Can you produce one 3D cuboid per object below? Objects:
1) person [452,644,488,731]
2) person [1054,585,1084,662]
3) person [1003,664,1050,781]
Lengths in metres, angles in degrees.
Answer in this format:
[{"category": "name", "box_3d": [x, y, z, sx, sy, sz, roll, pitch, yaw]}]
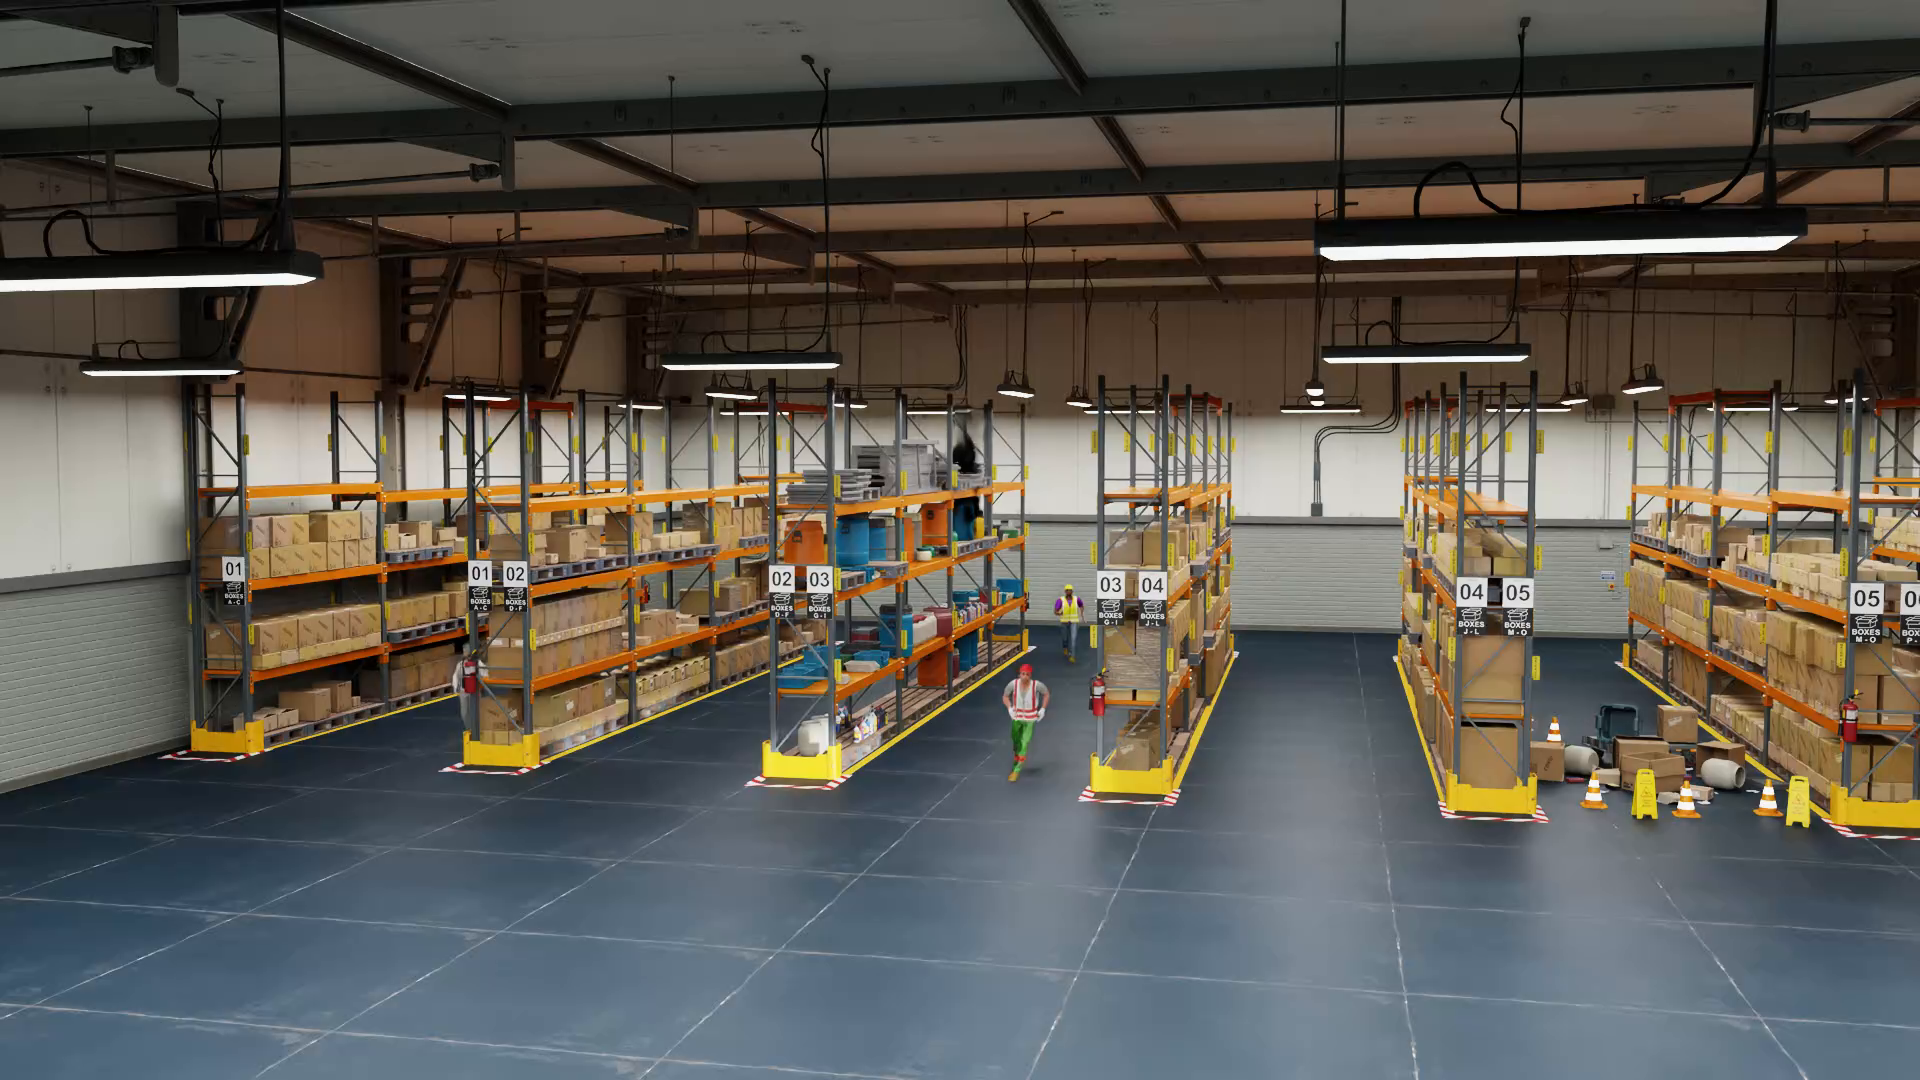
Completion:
[{"category": "person", "box_3d": [-8.281, 2.571, 28.090, 0.628, 1.662, 0.532, 1, 3, 9]}, {"category": "person", "box_3d": [2.529, 1.903, 38.466, 0.704, 1.751, 0.985, 0, 3, 0]}, {"category": "person", "box_3d": [0.996, 2.700, 25.072, 0.707, 1.736, 0.988, 0, 3, 8]}]
